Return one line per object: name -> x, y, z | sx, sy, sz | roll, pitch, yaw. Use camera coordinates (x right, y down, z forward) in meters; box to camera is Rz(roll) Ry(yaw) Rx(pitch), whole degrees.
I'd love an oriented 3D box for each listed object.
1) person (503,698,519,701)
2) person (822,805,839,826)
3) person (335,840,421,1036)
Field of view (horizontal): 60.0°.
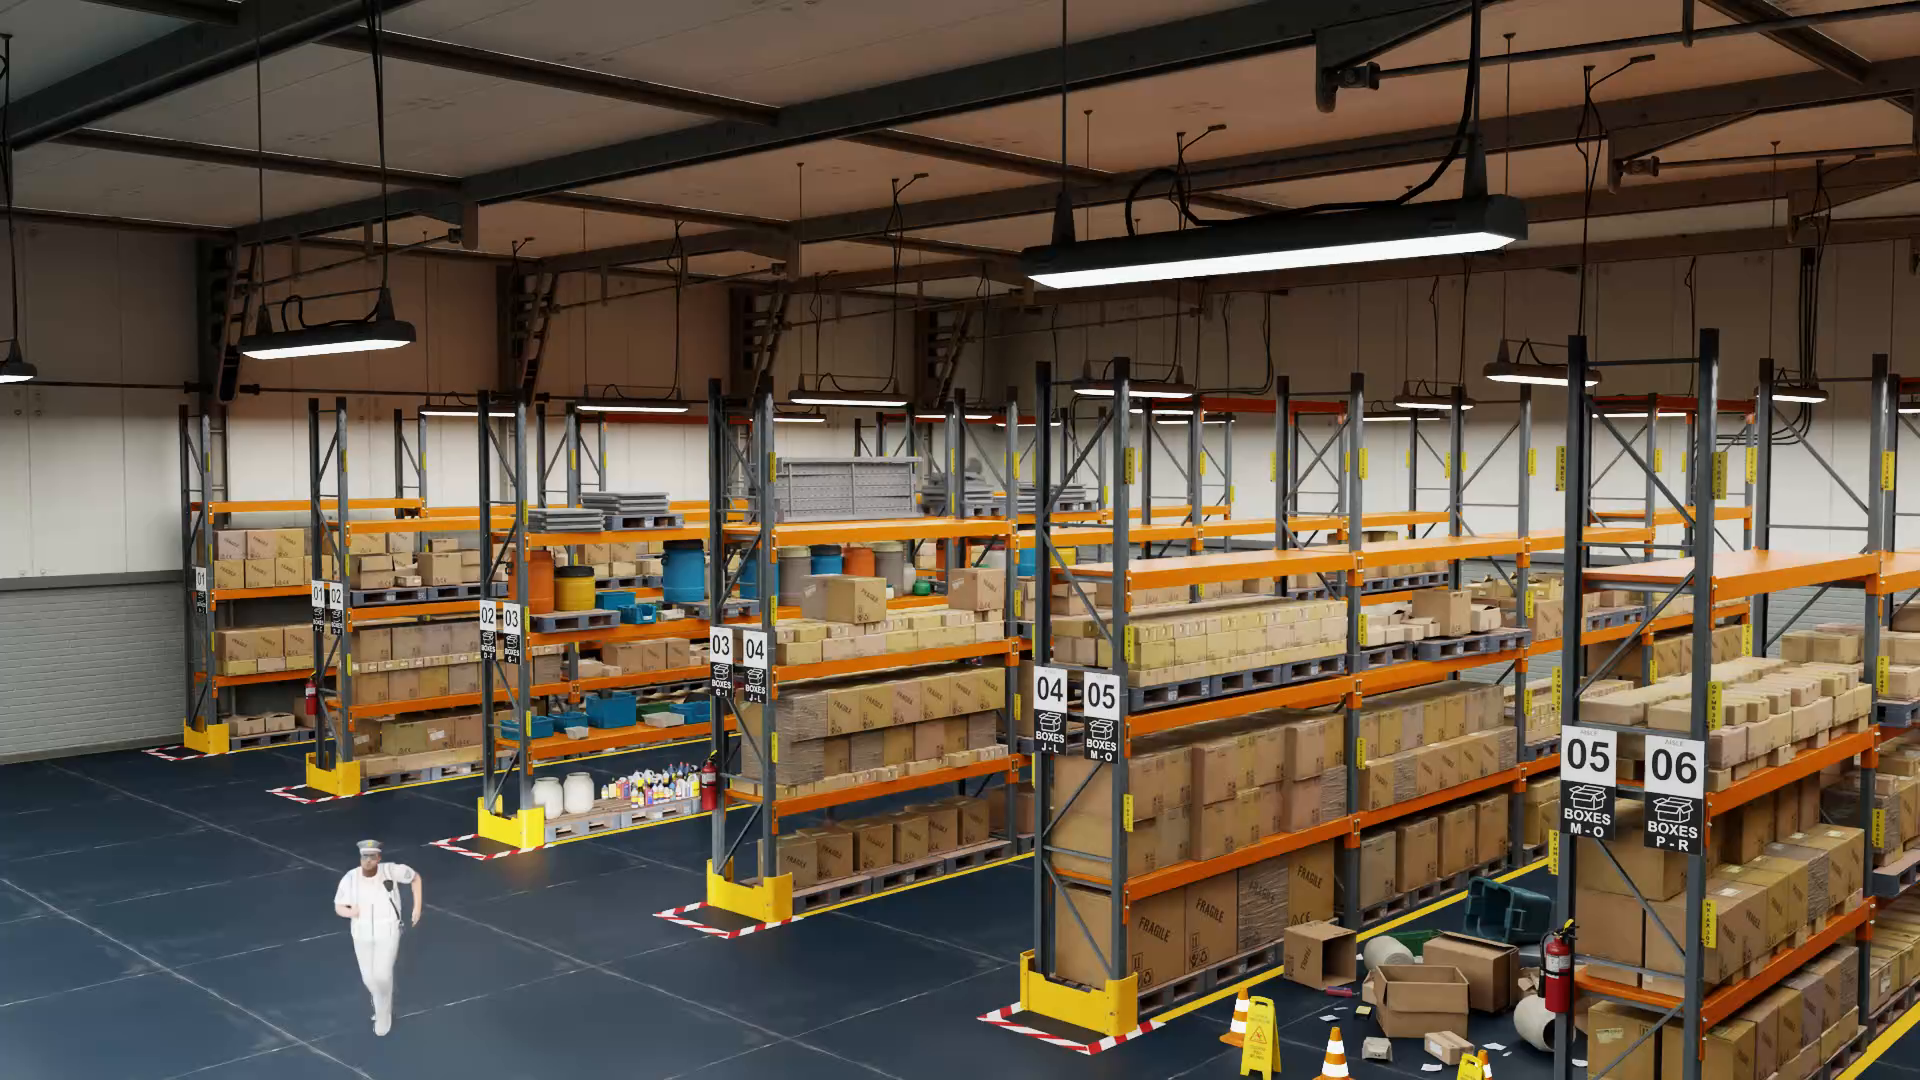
person -> -8.096, 2.692, 30.246 | 0.631, 1.823, 0.825 | 2, 4, 36
person -> -1.837, 3.168, 23.036 | 0.615, 1.606, 0.645 | 1, 3, 25
person -> -5.169, 3.505, 14.753 | 0.694, 1.772, 0.806 | 0, 3, -8
